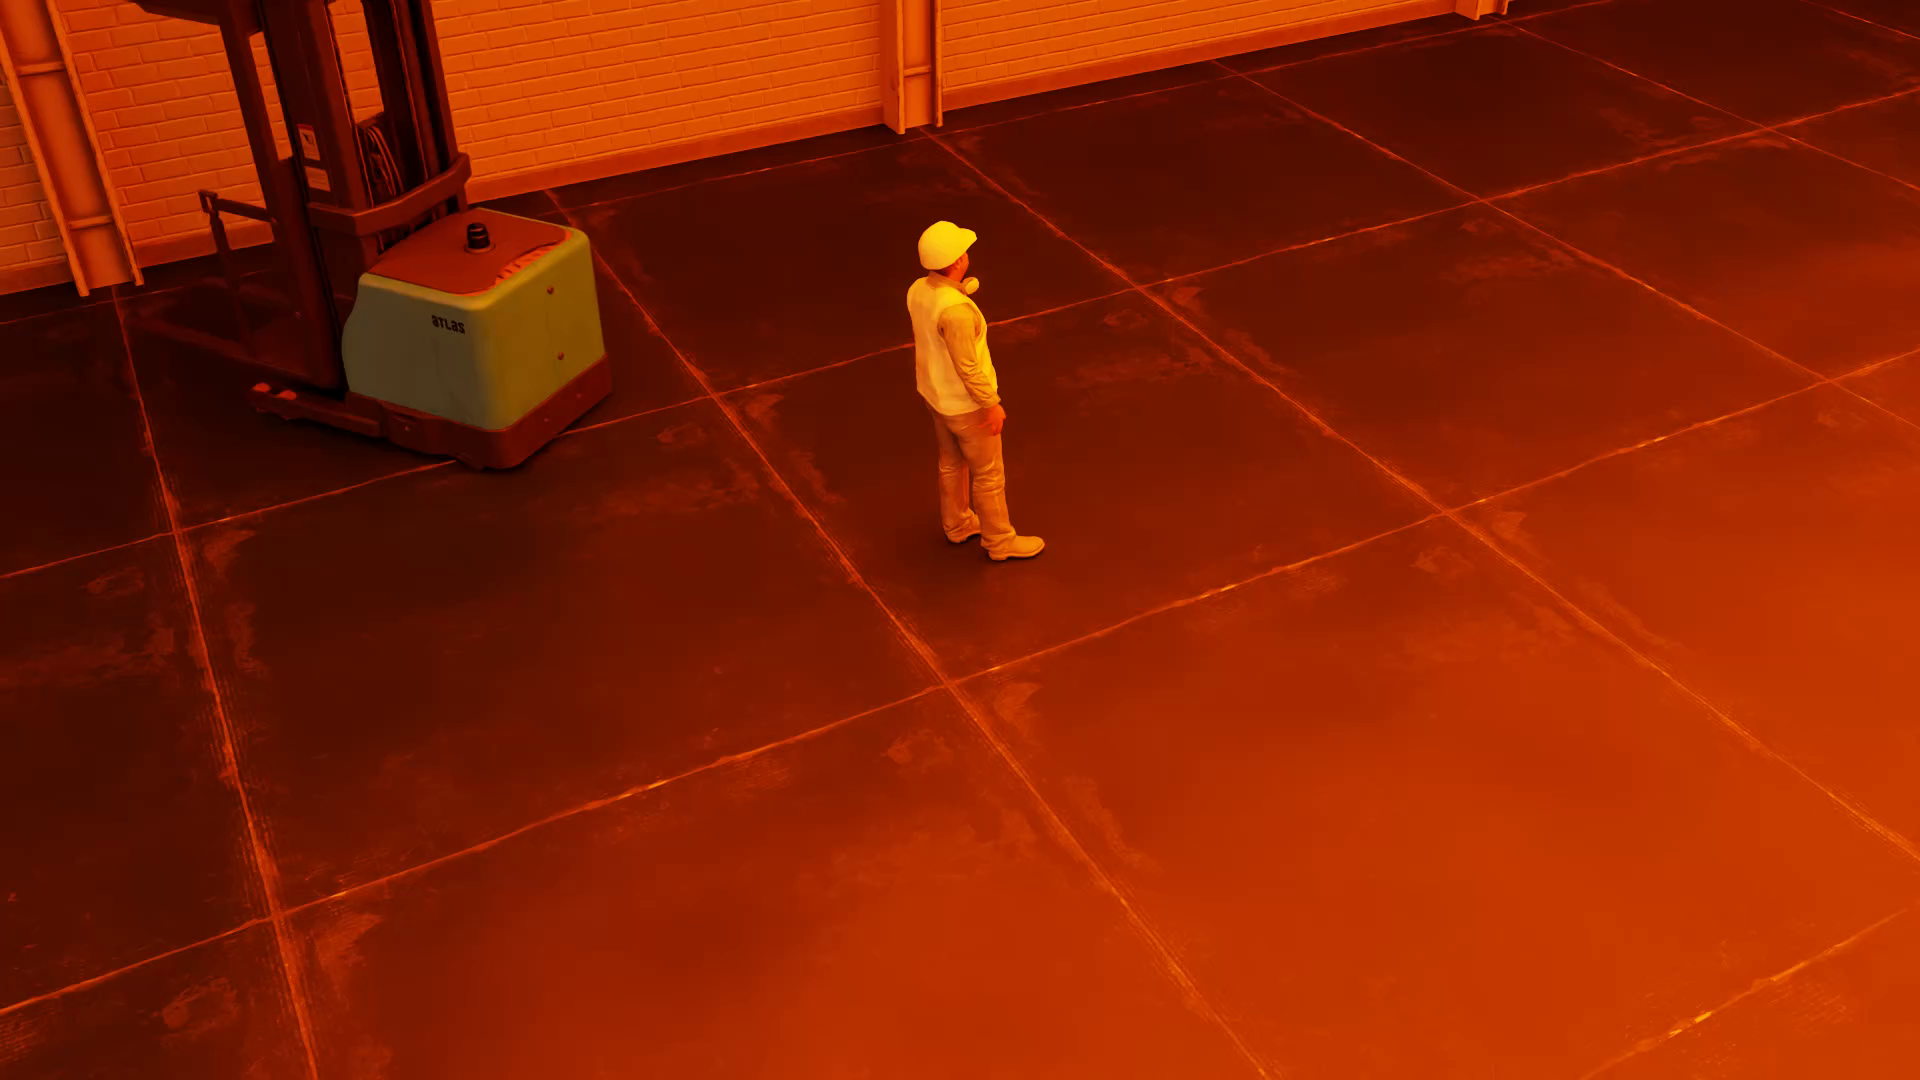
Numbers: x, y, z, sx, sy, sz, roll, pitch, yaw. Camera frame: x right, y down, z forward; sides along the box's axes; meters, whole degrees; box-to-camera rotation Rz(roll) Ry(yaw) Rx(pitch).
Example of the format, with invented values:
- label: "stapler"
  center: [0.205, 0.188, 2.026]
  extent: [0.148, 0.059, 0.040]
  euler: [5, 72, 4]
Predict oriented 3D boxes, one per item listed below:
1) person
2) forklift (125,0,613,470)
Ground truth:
- label: "person"
  center: [0.058, -0.743, 8.164]
  extent: [0.568, 1.773, 0.632]
  euler: [-17, 39, -23]
- label: "forklift"
  center: [-3.602, -2.154, 9.171]
  extent: [3.031, 2.935, 1.130]
  euler: [15, 38, 21]
